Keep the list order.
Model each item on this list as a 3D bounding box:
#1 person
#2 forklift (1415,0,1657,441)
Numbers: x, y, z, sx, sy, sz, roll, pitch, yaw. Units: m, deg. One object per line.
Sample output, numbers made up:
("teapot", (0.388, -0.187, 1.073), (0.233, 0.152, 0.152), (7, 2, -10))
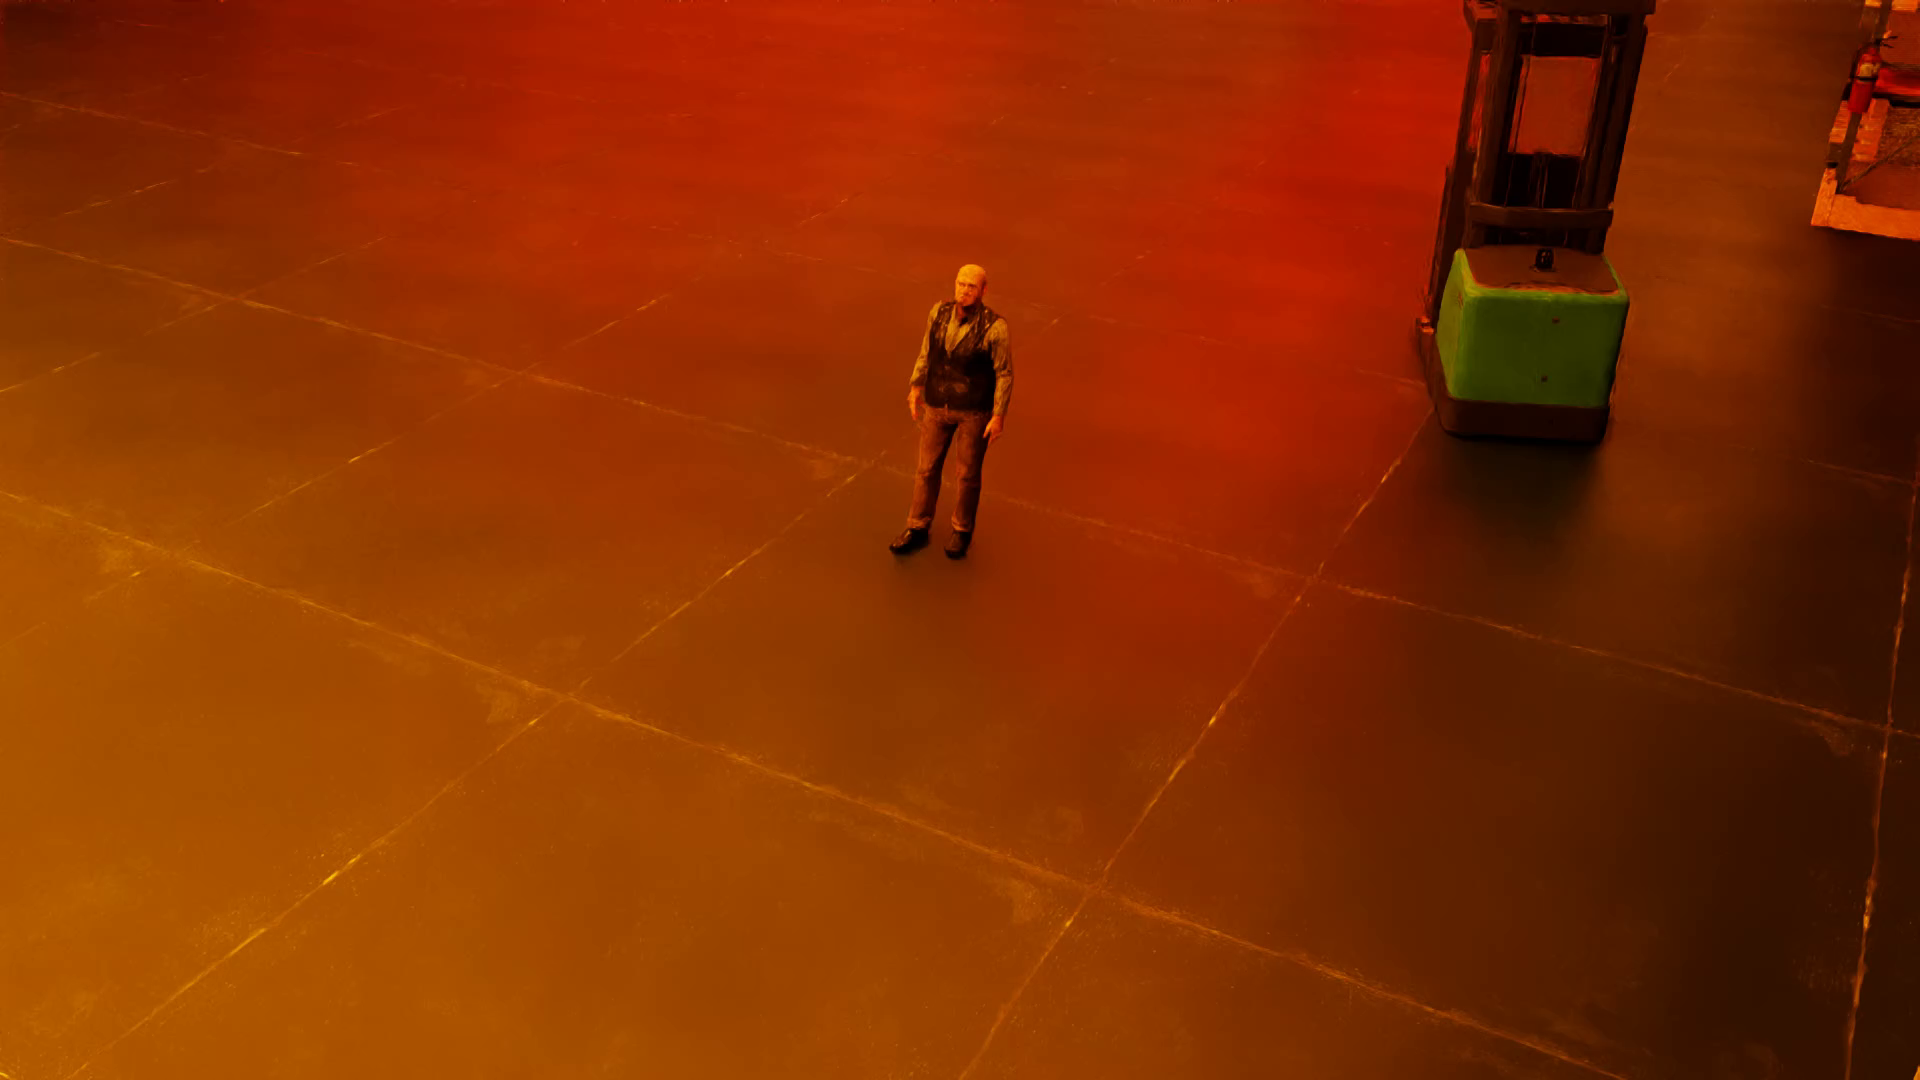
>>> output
("person", (-0.037, -0.726, 9.525), (0.632, 1.720, 0.567), (15, 33, 25))
("forklift", (3.983, -2.640, 11.645), (1.130, 2.935, 3.031), (4, 30, 8))
